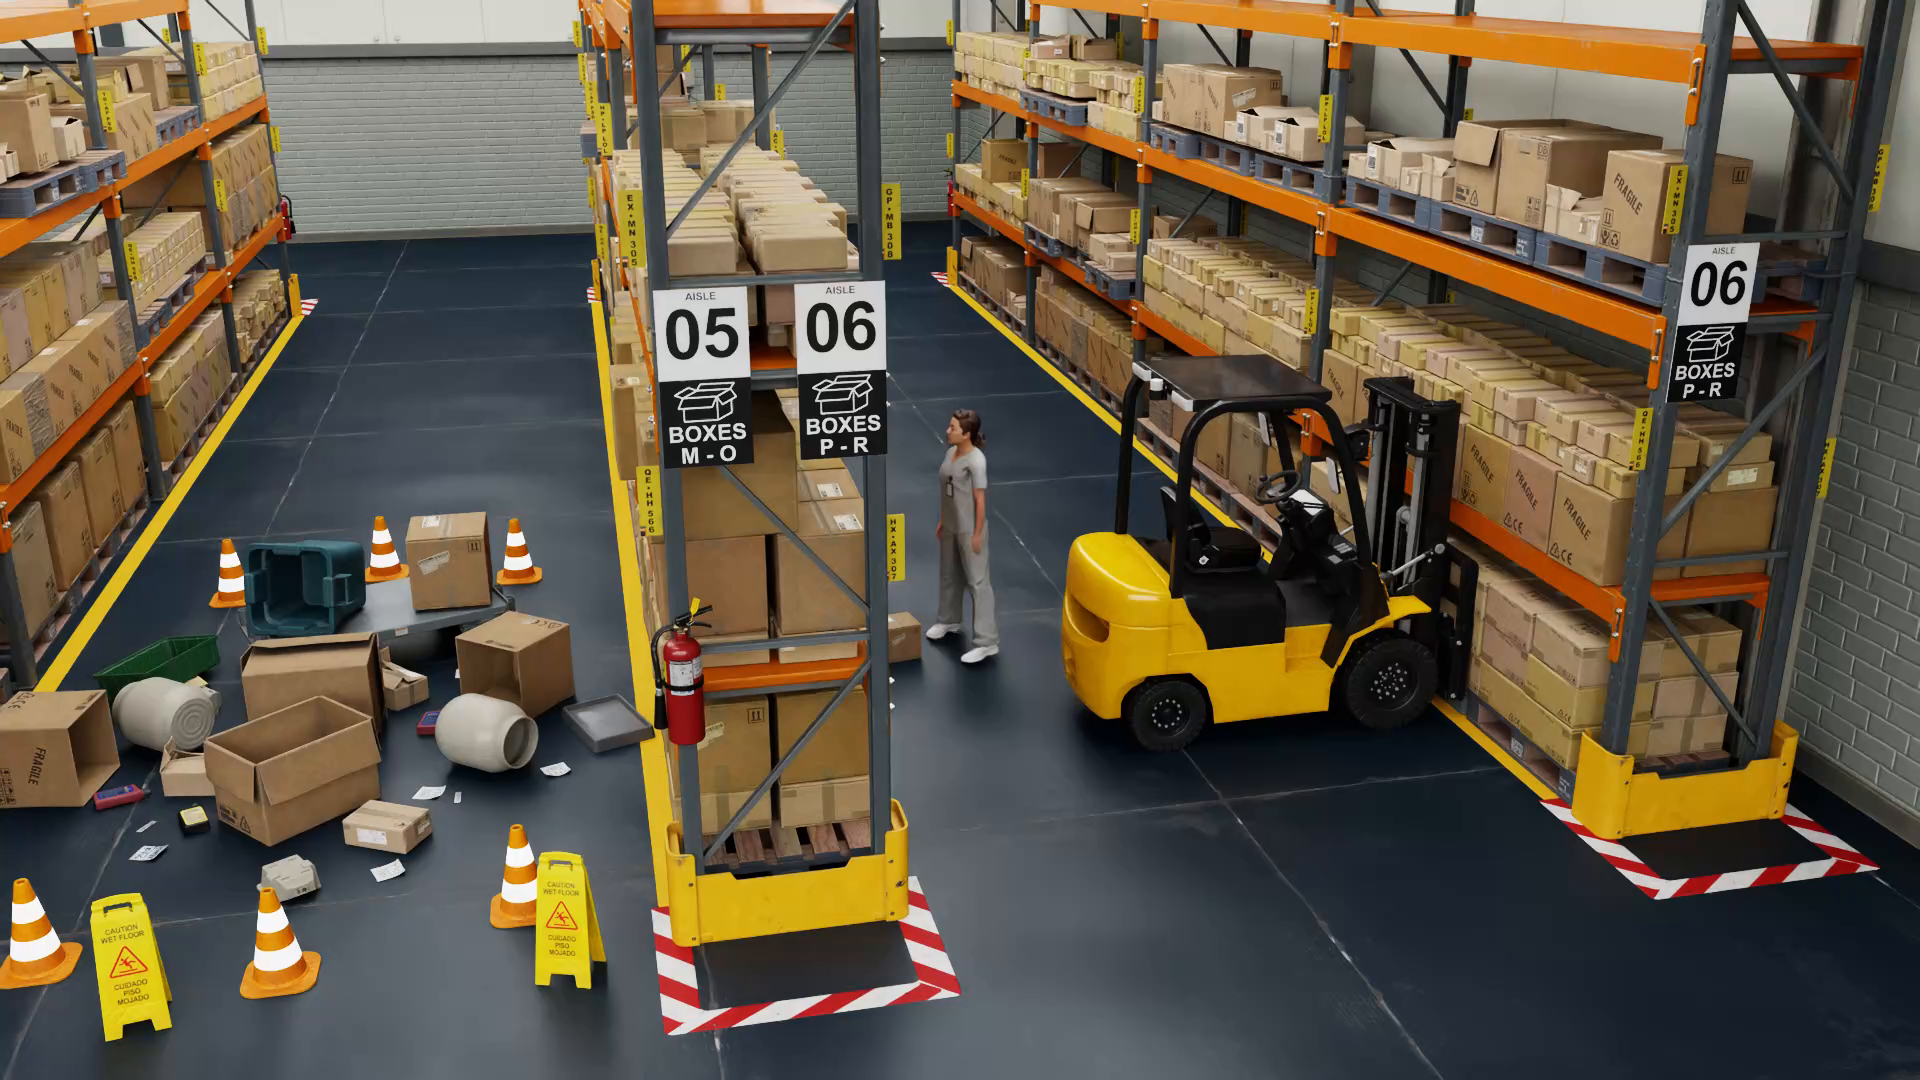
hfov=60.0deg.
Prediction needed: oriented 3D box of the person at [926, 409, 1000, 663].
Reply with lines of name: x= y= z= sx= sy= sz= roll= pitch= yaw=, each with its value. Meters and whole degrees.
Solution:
person: x=0.029 y=-0.060 z=11.228 sx=0.394 sy=1.669 sz=0.647 roll=-12 pitch=23 yaw=-30
